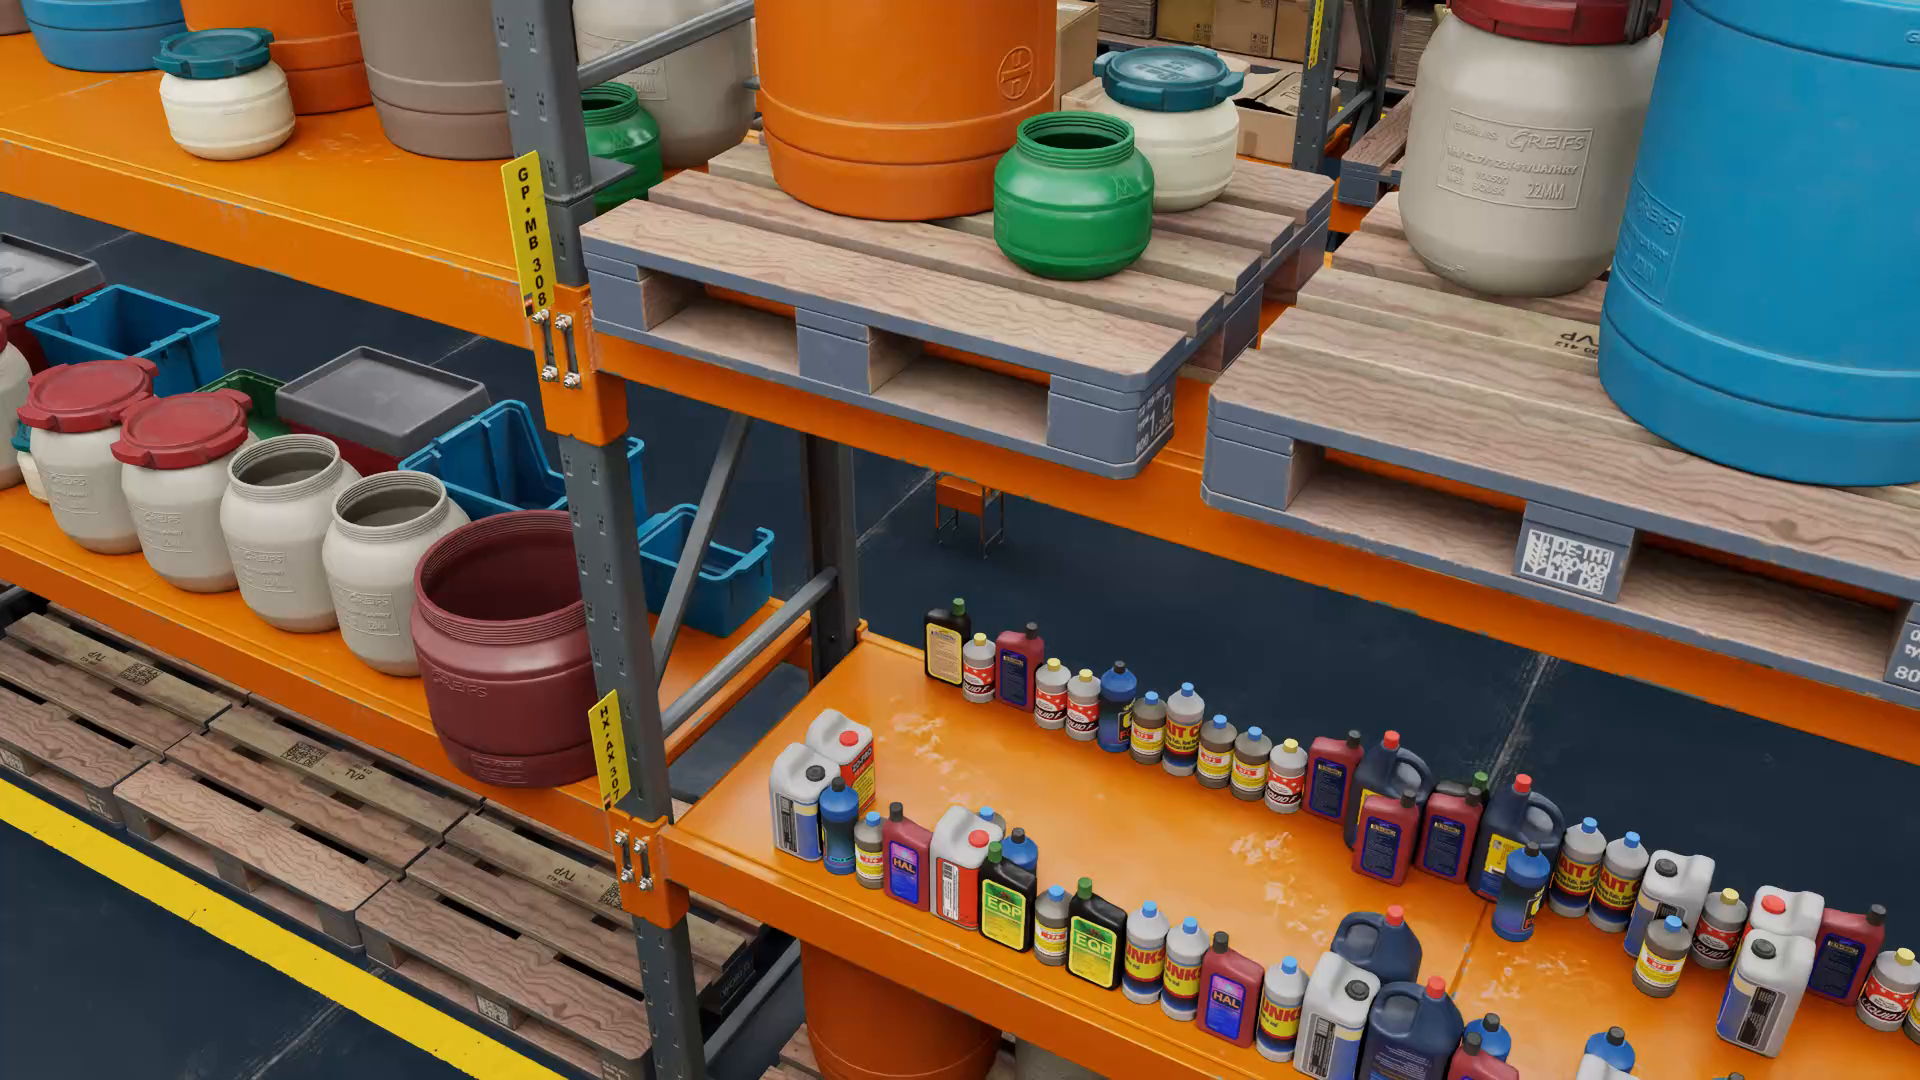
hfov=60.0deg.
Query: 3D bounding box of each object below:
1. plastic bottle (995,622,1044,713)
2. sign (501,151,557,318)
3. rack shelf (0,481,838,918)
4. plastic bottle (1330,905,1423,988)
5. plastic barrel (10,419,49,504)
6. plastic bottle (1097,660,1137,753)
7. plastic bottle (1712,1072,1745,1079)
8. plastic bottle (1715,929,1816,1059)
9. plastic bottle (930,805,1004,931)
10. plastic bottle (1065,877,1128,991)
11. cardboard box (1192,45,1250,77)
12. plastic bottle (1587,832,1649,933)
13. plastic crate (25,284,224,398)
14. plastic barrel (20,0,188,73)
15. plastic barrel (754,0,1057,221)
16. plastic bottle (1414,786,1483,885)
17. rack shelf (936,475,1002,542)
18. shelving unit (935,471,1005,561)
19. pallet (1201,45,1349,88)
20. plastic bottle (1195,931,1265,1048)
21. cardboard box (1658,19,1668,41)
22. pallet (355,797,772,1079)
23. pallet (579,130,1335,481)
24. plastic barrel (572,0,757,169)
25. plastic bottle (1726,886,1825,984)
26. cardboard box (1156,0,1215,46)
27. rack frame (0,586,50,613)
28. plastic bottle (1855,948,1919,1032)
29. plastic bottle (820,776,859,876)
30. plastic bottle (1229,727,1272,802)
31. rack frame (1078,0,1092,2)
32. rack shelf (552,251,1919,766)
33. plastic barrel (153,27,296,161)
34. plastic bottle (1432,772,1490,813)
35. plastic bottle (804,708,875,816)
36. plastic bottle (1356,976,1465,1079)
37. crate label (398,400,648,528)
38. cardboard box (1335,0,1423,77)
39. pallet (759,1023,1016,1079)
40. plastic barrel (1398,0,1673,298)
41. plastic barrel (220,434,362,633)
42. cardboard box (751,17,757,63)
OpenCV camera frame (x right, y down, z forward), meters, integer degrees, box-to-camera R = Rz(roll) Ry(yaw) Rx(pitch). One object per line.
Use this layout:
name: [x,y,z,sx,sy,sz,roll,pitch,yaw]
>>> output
plastic bottle: [0.165,0.342,4.635,0.133,0.283,0.061,18,37,24]
sign: [-0.865,-0.614,3.354,0.005,0.325,0.100,18,37,24]
rack shelf: [-2.335,0.074,5.582,4.000,0.370,1.077,18,37,24]
plastic bottle: [0.917,0.936,3.682,0.185,0.351,0.144,18,37,24]
plastic barrel: [-2.998,-0.280,5.589,0.301,0.262,0.301,0,34,0]
plastic bottle: [0.425,0.441,4.497,0.097,0.271,0.097,0,34,0]
plastic bottle: [1.546,1.184,3.382,0.097,0.271,0.097,0,34,0]
plastic bottle: [1.783,0.984,3.678,0.135,0.276,0.152,18,37,24]
plastic bottle: [0.019,0.778,3.988,0.135,0.276,0.152,18,37,24]
plastic bottle: [0.313,0.897,3.802,0.133,0.283,0.061,18,37,24]
cardboard box: [1.182,-2.360,8.669,0.500,0.311,0.500,17,37,24]
plastic bottle: [1.570,0.804,3.953,0.097,0.271,0.097,0,34,0]
plastic crate: [-2.959,-0.615,5.982,0.575,0.384,0.392,18,37,24]
plastic barrel: [-2.386,-1.838,4.645,0.708,0.901,0.600,18,37,24]
plastic barrel: [-0.107,-1.120,3.253,0.708,0.830,0.600,18,37,24]
plastic bottle: [1.203,0.710,4.083,0.133,0.283,0.061,18,37,24]
rack shelf: [0.046,-0.182,7.597,0.240,0.259,0.215,18,37,24]
shelving unit: [0.046,-0.422,7.437,0.252,1.050,0.215,18,37,24]
pallet: [2.585,-3.834,13.317,1.213,0.211,1.003,18,37,24]
plastic bottle: [0.598,0.987,3.667,0.133,0.283,0.061,18,37,24]
cardboard box: [4.891,-3.458,11.797,0.750,0.750,0.750,17,37,24]
pallet: [-1.251,1.253,5.678,1.213,0.211,1.003,18,37,24]
pallet: [0.017,-0.588,3.391,1.213,0.211,1.003,18,37,24]
plastic barrel: [-0.716,-1.204,4.044,0.421,0.512,0.421,0,34,0]
plastic bottle: [1.858,0.911,3.788,0.135,0.276,0.152,18,37,24]
cardboard box: [1.966,-4.374,13.470,0.500,0.500,0.700,17,37,23]
rack frame: [-4.071,-0.776,6.209,0.127,3.000,1.000,18,37,24]
plastic bottle: [2.088,0.997,3.725,0.097,0.201,0.097,0,34,0]
plastic bottle: [-0.296,0.697,4.112,0.097,0.271,0.097,0,34,0]
plastic bottle: [0.763,0.578,4.356,0.097,0.201,0.097,0,34,0]
rack frame: [0.845,-5.543,13.368,0.127,3.000,1.000,18,37,24]
rack shelf: [1.138,-0.075,3.099,4.000,0.370,1.077,18,37,24]
plastic barrel: [-1.818,-1.104,4.120,0.301,0.262,0.301,0,34,0]
plastic bottle: [1.233,0.681,4.127,0.133,0.283,0.061,18,37,24]
plastic bottle: [-0.307,0.577,4.289,0.135,0.276,0.152,18,37,24]
plastic bottle: [0.958,1.047,3.516,0.185,0.351,0.144,18,37,24]
crate label: [-1.327,-0.094,5.153,0.616,0.435,0.502,18,37,24]
cardboard box: [3.277,-3.956,12.843,0.500,0.500,0.700,18,37,24]
pallet: [0.107,1.682,5.034,1.213,0.211,1.003,18,37,24]
plastic barrel: [1.016,-0.741,2.948,0.433,0.535,0.433,0,34,0]
plastic barrel: [-1.963,-0.018,4.970,0.421,0.512,0.421,0,34,0]
cardboard box: [-1.161,-2.982,9.656,0.500,0.250,0.500,20,39,27]
